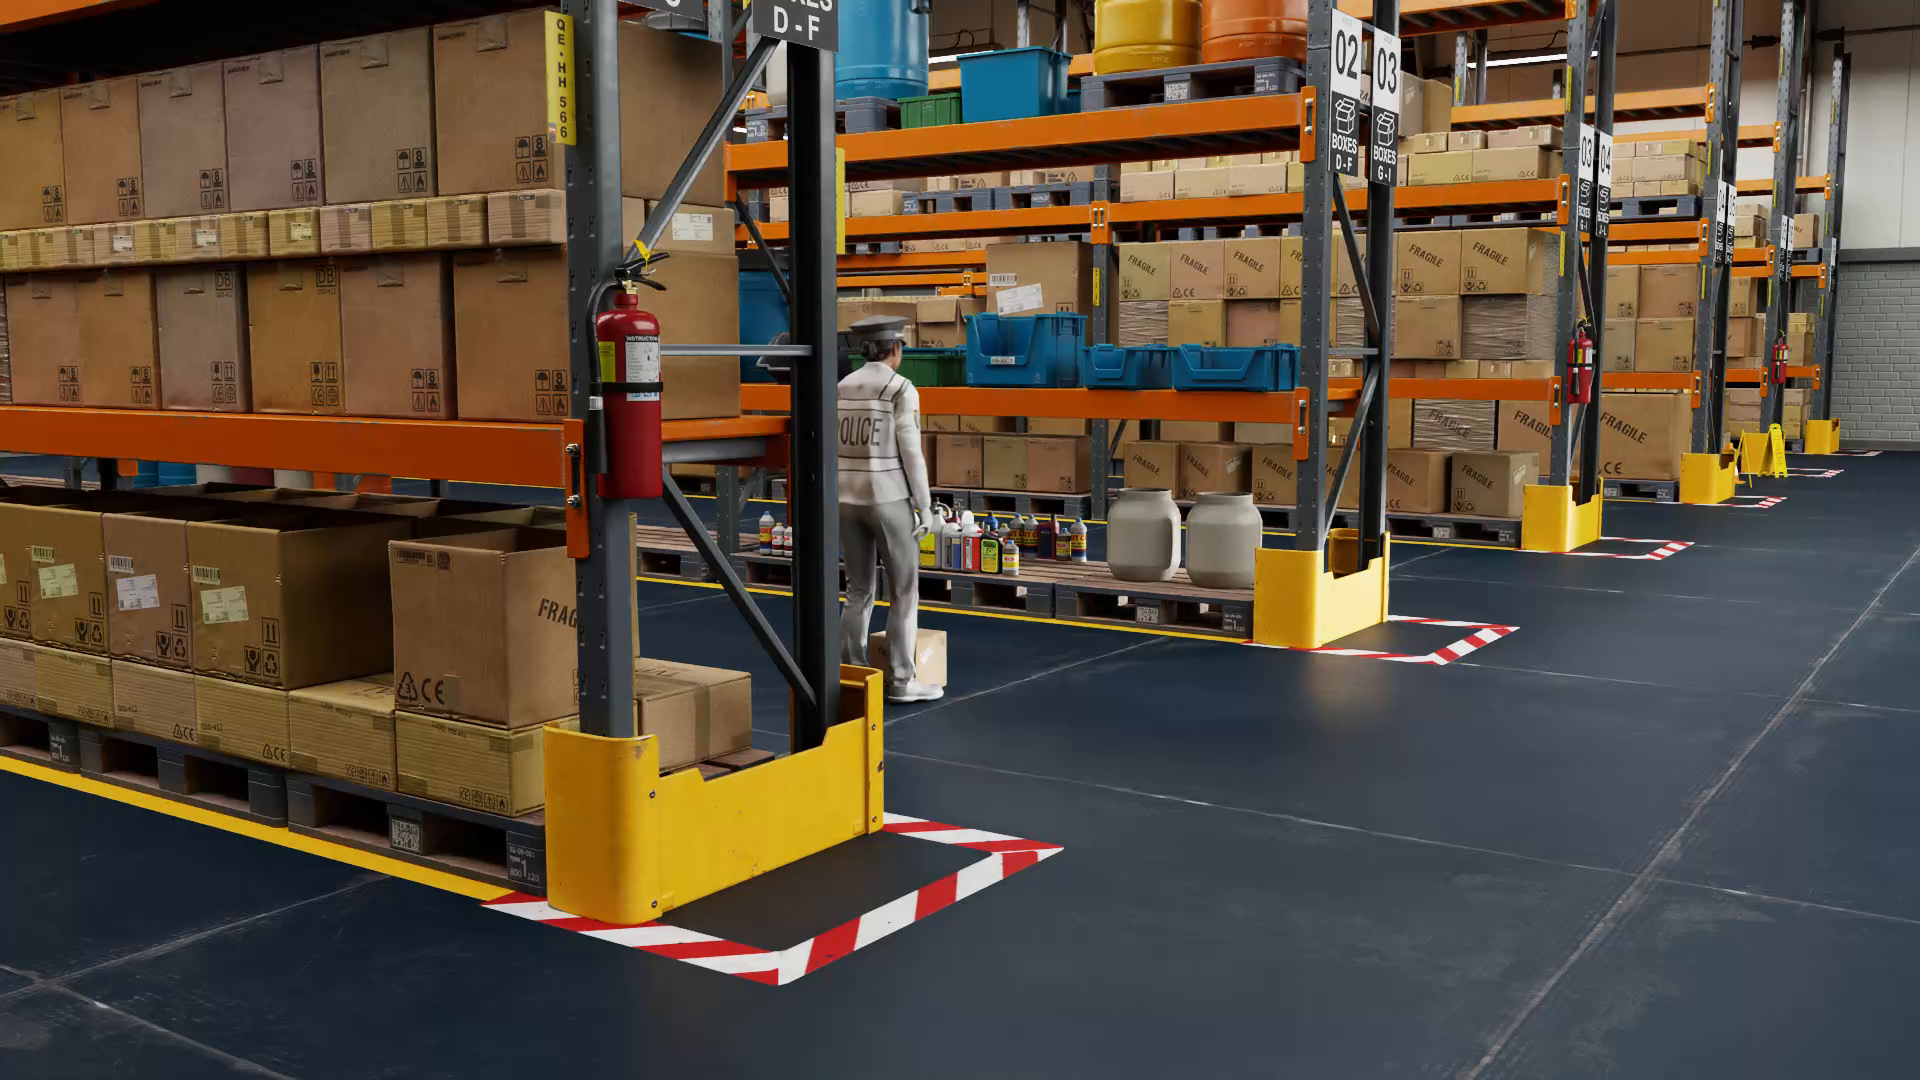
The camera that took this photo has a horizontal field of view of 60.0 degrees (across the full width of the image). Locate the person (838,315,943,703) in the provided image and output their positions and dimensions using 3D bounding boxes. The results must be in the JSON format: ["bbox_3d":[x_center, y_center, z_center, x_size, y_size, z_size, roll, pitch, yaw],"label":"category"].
[{"bbox_3d":[-0.357,-0.138,7.216,0.533,1.663,0.378,4,8,33],"label":"person"}]
